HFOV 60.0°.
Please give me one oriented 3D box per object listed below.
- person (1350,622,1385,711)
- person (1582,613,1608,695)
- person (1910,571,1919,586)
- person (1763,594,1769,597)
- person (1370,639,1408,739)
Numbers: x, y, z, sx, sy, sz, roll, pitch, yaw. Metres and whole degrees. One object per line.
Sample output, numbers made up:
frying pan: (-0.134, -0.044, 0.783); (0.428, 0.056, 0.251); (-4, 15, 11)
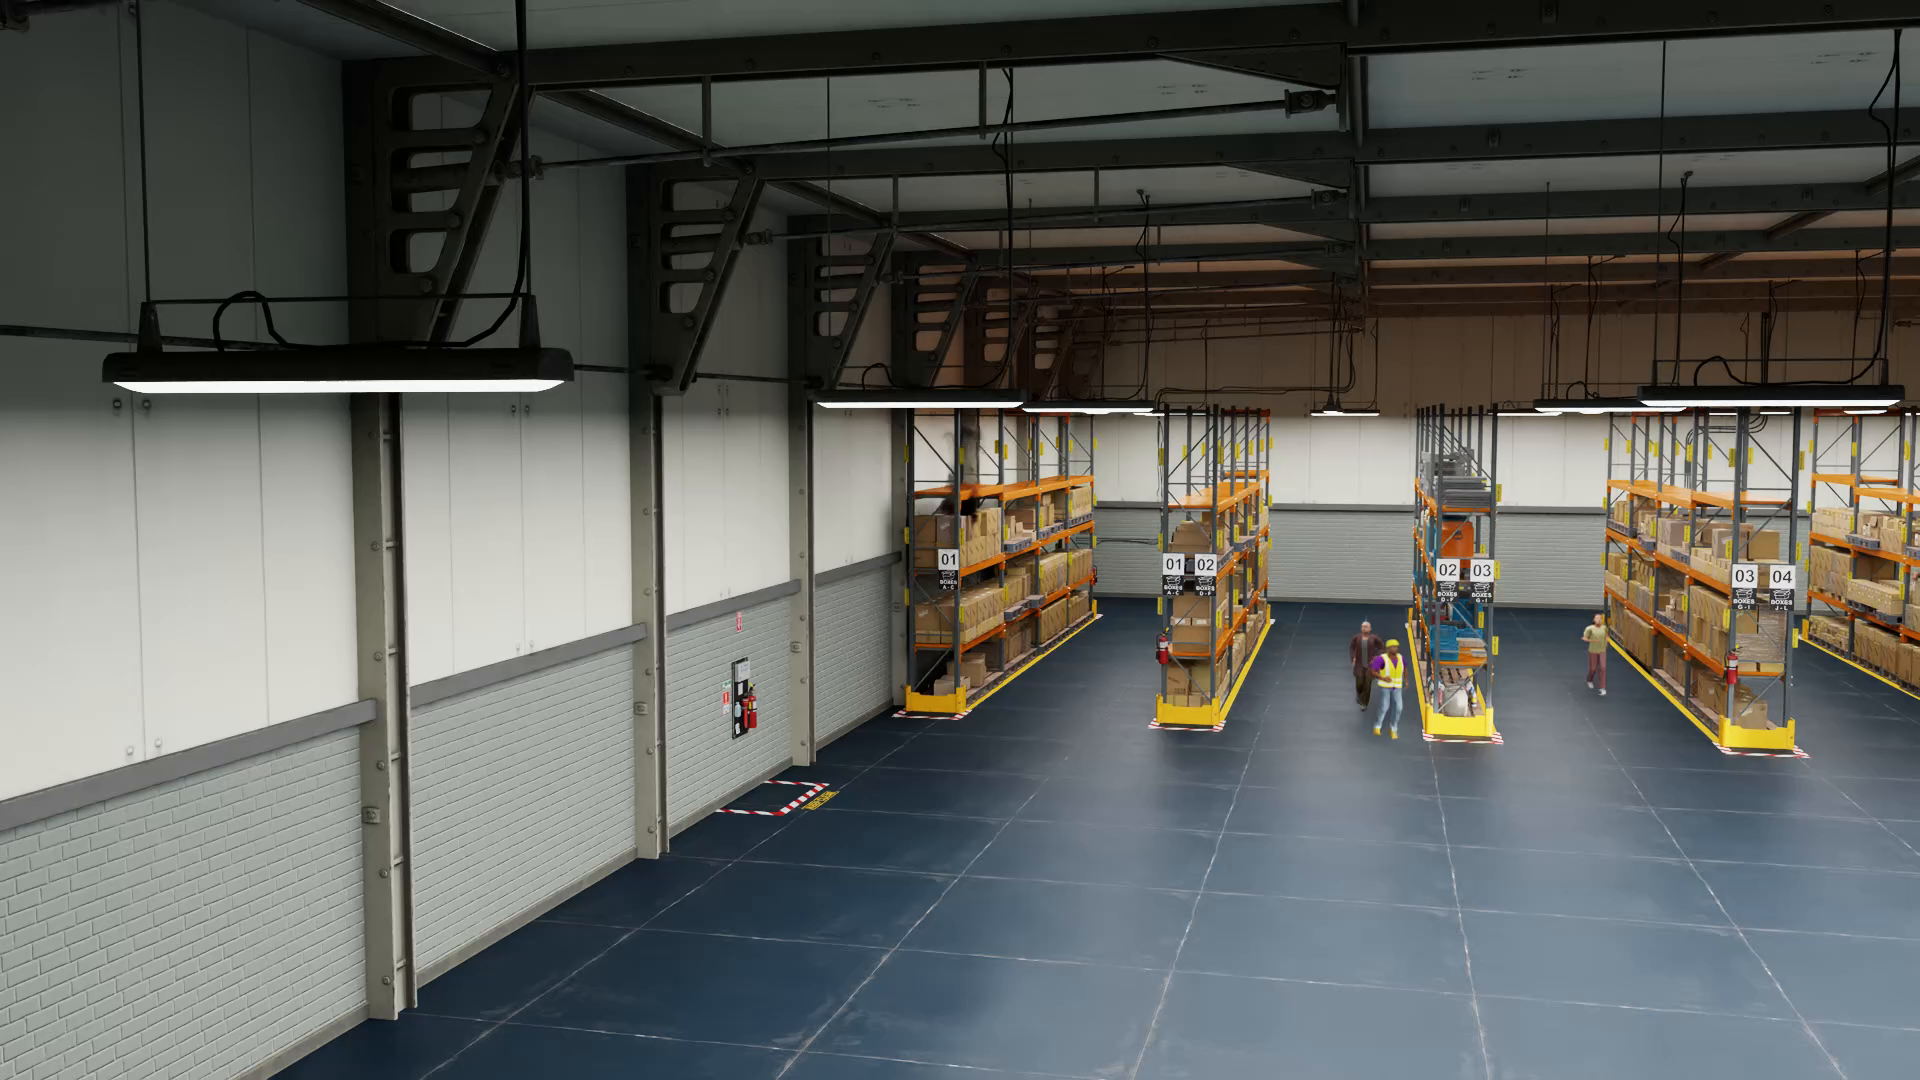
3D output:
person: (8.009, 2.475, 32.755); (0.705, 1.750, 0.687); (2, 5, 24)
person: (13.249, 2.339, 34.611); (0.580, 1.655, 0.950); (0, 4, 4)
person: (25.146, 1.676, 43.778); (0.678, 1.736, 0.710); (0, 4, 4)
person: (20.698, 1.743, 43.109); (0.803, 1.685, 0.600); (2, 5, 29)
person: (7.737, 2.695, 29.902); (0.768, 1.845, 0.589); (-1, 4, -13)
